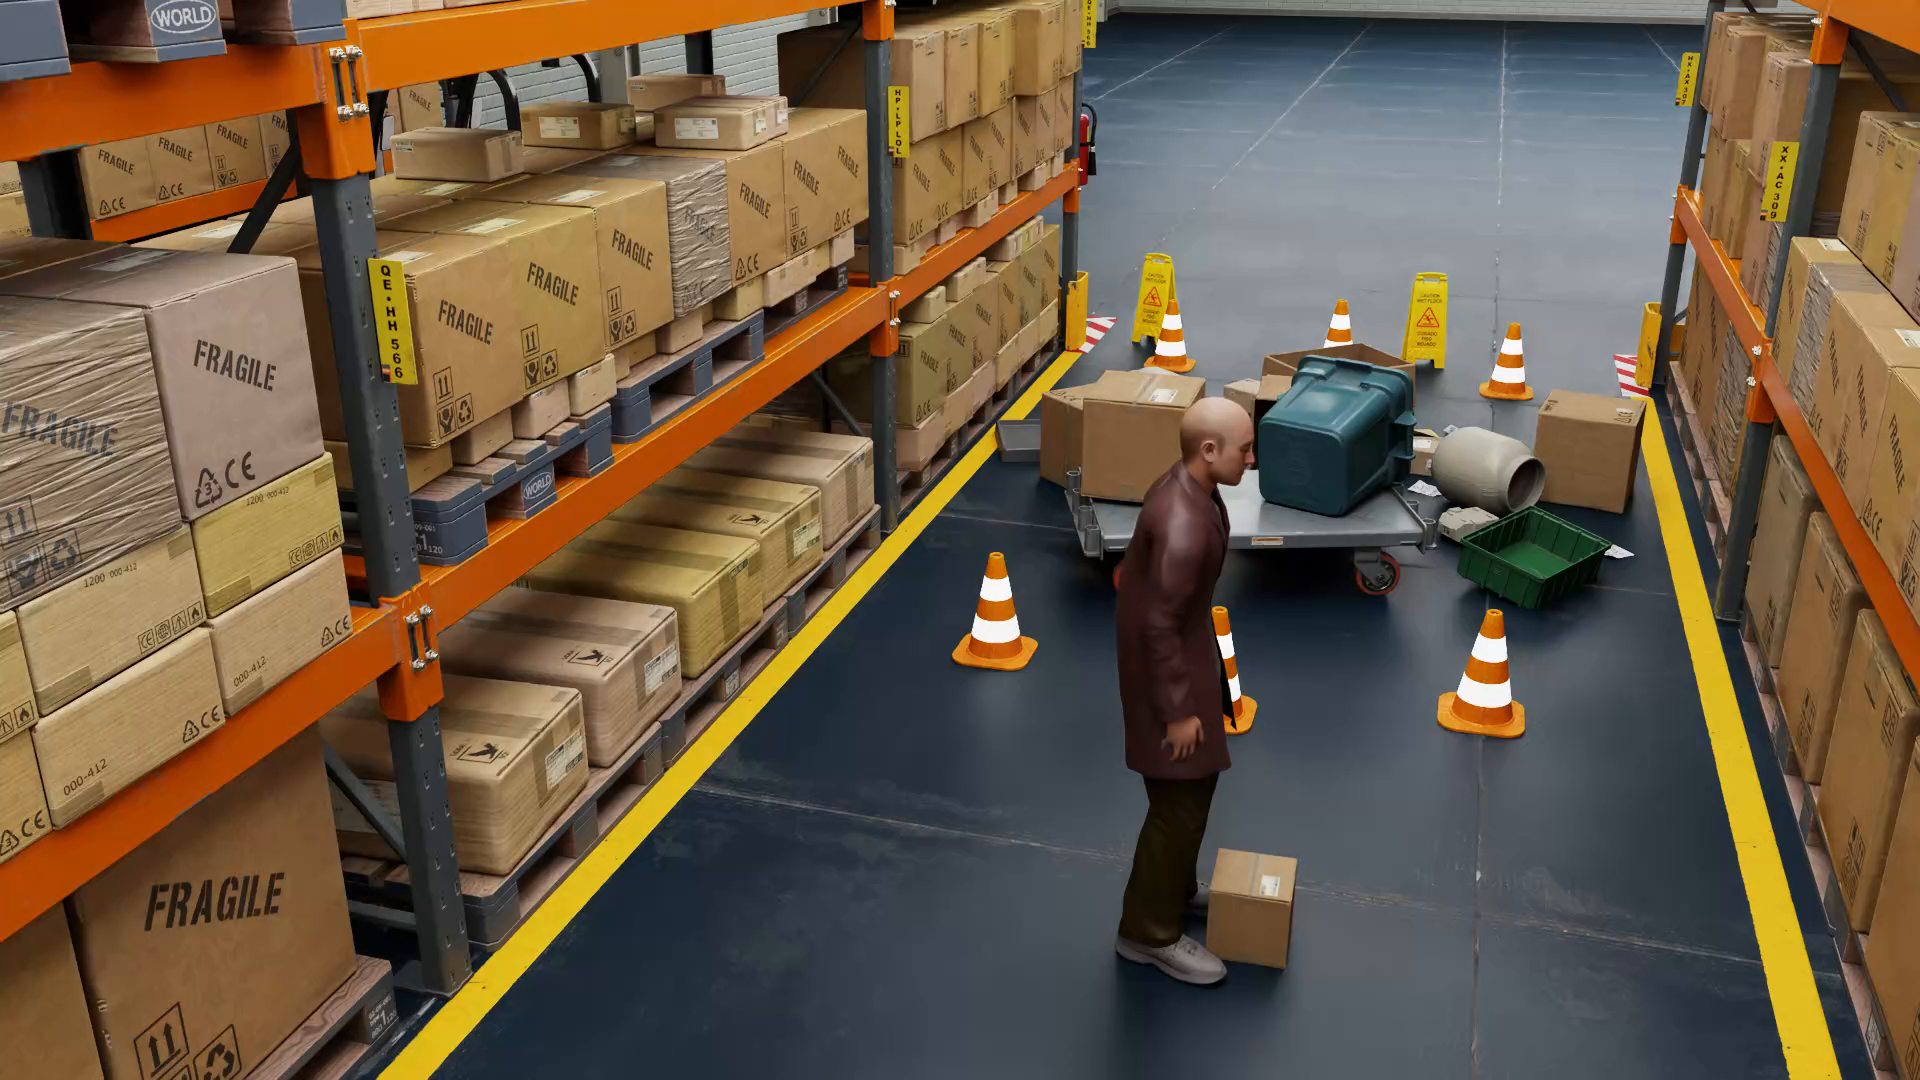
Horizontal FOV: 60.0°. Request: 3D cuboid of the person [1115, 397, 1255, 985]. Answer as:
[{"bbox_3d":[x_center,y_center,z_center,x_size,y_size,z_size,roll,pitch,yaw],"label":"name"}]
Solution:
[{"bbox_3d":[0.678,0.426,5.037,0.429,1.772,0.643,5,22,13],"label":"person"}]
